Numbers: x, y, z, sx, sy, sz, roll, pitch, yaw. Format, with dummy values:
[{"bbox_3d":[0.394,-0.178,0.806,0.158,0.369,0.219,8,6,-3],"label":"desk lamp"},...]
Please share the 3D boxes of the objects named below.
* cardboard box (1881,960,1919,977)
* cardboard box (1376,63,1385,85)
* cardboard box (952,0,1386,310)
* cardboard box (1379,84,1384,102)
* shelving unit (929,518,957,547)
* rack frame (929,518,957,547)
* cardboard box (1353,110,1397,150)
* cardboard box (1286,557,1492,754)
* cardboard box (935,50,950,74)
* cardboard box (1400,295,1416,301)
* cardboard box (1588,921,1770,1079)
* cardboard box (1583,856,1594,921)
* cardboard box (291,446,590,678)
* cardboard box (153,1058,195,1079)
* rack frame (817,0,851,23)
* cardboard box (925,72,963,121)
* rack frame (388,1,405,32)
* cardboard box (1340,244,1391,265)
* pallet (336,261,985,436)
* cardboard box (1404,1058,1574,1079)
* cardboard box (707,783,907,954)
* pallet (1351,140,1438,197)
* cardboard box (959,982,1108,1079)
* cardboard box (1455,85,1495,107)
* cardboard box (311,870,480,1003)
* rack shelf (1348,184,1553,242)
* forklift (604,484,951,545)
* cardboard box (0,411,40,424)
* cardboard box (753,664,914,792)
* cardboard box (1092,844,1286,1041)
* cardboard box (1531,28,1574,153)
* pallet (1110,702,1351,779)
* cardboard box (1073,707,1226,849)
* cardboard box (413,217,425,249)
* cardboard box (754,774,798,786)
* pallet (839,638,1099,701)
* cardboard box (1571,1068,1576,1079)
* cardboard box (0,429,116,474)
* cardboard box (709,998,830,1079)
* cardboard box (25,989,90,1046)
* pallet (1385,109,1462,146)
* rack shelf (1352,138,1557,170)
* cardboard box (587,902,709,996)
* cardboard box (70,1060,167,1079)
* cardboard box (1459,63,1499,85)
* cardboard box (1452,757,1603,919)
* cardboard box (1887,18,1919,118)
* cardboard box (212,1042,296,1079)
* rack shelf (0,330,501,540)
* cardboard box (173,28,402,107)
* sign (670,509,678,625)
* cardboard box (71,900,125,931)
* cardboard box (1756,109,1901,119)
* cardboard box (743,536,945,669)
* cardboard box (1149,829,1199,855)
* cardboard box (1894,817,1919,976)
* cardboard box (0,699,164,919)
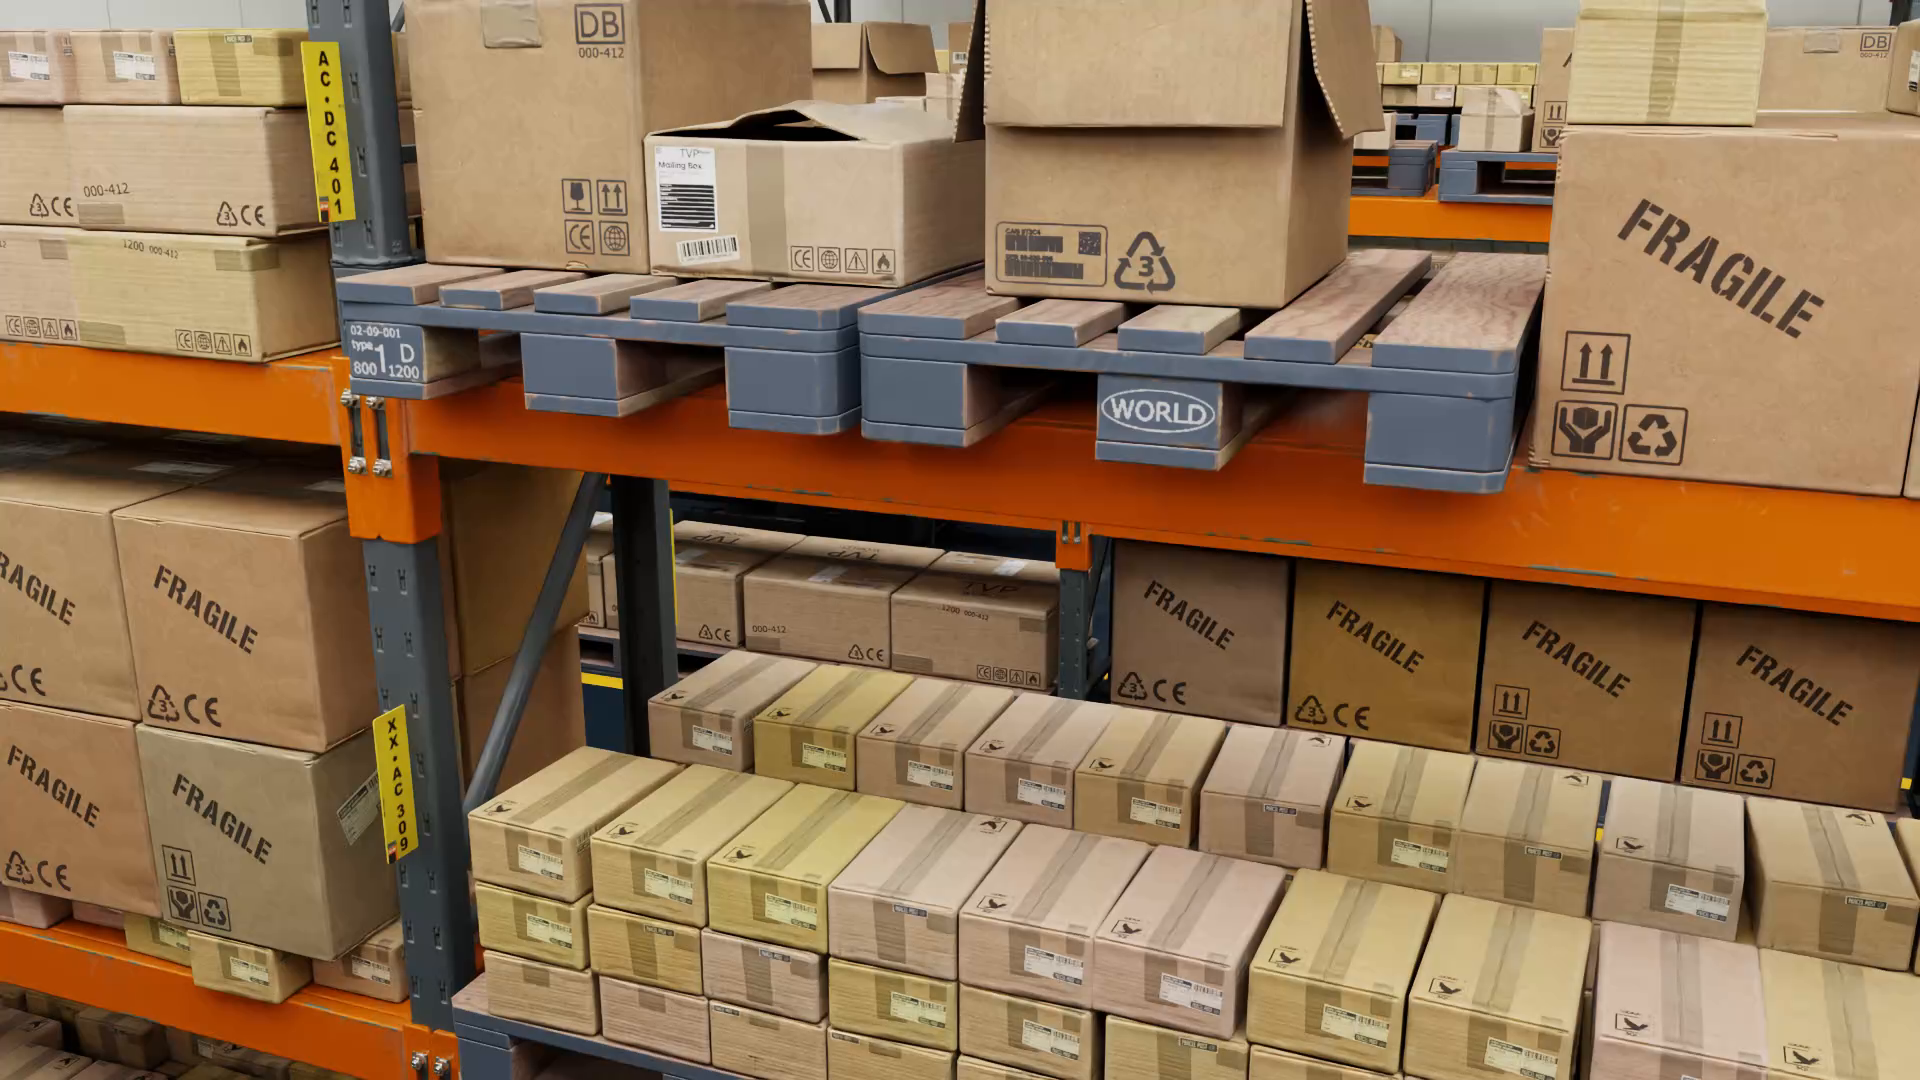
[{"bbox_3d":[1.856,0.815,3.149,0.250,0.149,0.380,6,17,19],"label":"cardboard box"},{"bbox_3d":[2.945,-3.356,11.958,0.250,0.149,0.380,7,17,22],"label":"cardboard box"},{"bbox_3d":[0.403,-0.715,2.936,0.637,0.503,0.797,6,17,20],"label":"cardboard box"},{"bbox_3d":[2.914,-3.197,11.944,0.250,0.149,0.380,6,17,21],"label":"cardboard box"},{"bbox_3d":[0.352,-0.683,11.835,1.048,1.500,0.538,6,17,20],"label":"shelving unit"},{"bbox_3d":[-0.123,-0.733,12.009,0.032,1.500,0.500,6,17,20],"label":"rack frame"},{"bbox_3d":[1.785,-1.819,7.344,0.250,0.166,0.380,5,17,17],"label":"cardboard box"},{"bbox_3d":[2.185,0.443,8.326,0.875,0.875,0.875,7,18,22],"label":"cardboard box"},{"bbox_3d":[0.092,-3.742,13.142,0.500,0.250,0.500,6,17,20],"label":"cardboard box"},{"bbox_3d":[2.192,-0.949,8.088,0.500,0.500,0.500,7,18,22],"label":"cardboard box"},{"bbox_3d":[1.162,0.791,2.700,0.250,0.149,0.380,6,17,21],"label":"cardboard box"},{"bbox_3d":[1.160,0.738,3.416,0.250,0.149,0.380,6,17,20],"label":"cardboard box"},{"bbox_3d":[-1.317,0.005,4.271,0.500,0.500,0.500,7,17,22],"label":"cardboard box"},{"bbox_3d":[-2.212,1.609,5.078,0.250,0.149,0.380,7,18,23],"label":"cardboard box"},{"bbox_3d":[-1.167,-5.087,13.555,0.127,3.000,1.000,6,17,21],"label":"rack frame"},{"bbox_3d":[0.024,-2.117,8.014,0.258,0.266,0.396,7,18,22],"label":"cardboard box"},{"bbox_3d":[-2.985,-3.799,9.120,0.127,3.000,1.000,6,17,21],"label":"rack frame"},{"bbox_3d":[2.922,-1.939,12.539,0.500,0.500,0.700,7,18,22],"label":"cardboard box"},{"bbox_3d":[-0.451,-0.474,3.384,1.003,0.211,1.213,6,17,21],"label":"pallet"},{"bbox_3d":[0.907,0.907,2.834,0.250,0.149,0.380,7,18,22],"label":"cardboard box"},{"bbox_3d":[-0.289,0.632,3.247,0.250,0.149,0.380,6,17,21],"label":"cardboard box"},{"bbox_3d":[1.607,-1.777,7.876,1.217,0.209,0.805,6,17,18],"label":"pallet"},{"bbox_3d":[0.187,0.827,3.110,0.250,0.149,0.380,7,18,23],"label":"cardboard box"},{"bbox_3d":[3.637,-3.129,11.708,0.250,0.149,0.380,6,17,20],"label":"cardboard box"},{"bbox_3d":[-1.338,0.937,4.015,0.250,0.149,0.380,6,17,20],"label":"cardboard box"},{"bbox_3d":[2.597,-1.399,7.524,4.000,0.370,1.077,6,17,21],"label":"rack shelf"},{"bbox_3d":[-1.529,-1.591,12.396,3.031,2.935,1.130,6,17,20],"label":"forklift"},{"bbox_3d":[-2.739,-0.157,4.827,0.500,0.500,0.500,6,17,19],"label":"cardboard box"},{"bbox_3d":[-0.291,0.436,3.921,0.250,0.149,0.380,6,17,19],"label":"cardboard box"},{"bbox_3d":[0.415,0.710,2.978,0.250,0.149,0.380,7,18,23],"label":"cardboard box"},{"bbox_3d":[2.711,-1.895,7.008,0.500,0.500,0.500,6,17,21],"label":"cardboard box"},{"bbox_3d":[1.481,0.890,8.731,1.213,0.211,1.003,6,17,21],"label":"pallet"},{"bbox_3d":[0.420,0.516,3.646,0.250,0.149,0.380,6,17,19],"label":"cardboard box"},{"bbox_3d":[-1.320,-0.699,4.090,0.500,0.250,0.500,7,18,23],"label":"cardboard box"},{"bbox_3d":[-0.298,0.577,3.968,0.250,0.149,0.380,6,17,21],"label":"cardboard box"},{"bbox_3d":[0.057,0.732,9.273,1.213,0.211,1.003,6,17,21],"label":"pallet"},{"bbox_3d":[0.916,1.050,2.876,0.250,0.149,0.380,7,18,22],"label":"cardboard box"},{"bbox_3d":[-2.477,0.029,4.188,0.500,0.500,0.500,7,18,22],"label":"cardboard box"},{"bbox_3d":[-0.297,0.917,3.331,0.250,0.149,0.380,6,17,21],"label":"cardboard box"},{"bbox_3d":[-2.675,1.411,5.225,0.250,0.149,0.380,6,17,21],"label":"cardboard box"},{"bbox_3d":[3.135,-3.062,12.298,1.003,0.211,1.213,6,17,21],"label":"pallet"},{"bbox_3d":[4.414,-2.687,11.960,4.000,0.370,1.077,6,17,21],"label":"rack shelf"},{"bbox_3d":[-0.547,0.747,3.384,0.250,0.149,0.380,6,17,20],"label":"cardboard box"},{"bbox_3d":[-2.398,1.608,4.547,0.250,0.149,0.380,5,17,18],"label":"cardboard box"},{"bbox_3d":[3.674,-3.289,11.726,0.250,0.149,0.380,7,17,21],"label":"cardboard box"},{"bbox_3d":[1.153,0.596,3.370,0.250,0.149,0.380,7,18,22],"label":"cardboard box"},{"bbox_3d":[1.728,-0.843,2.765,0.258,0.266,0.396,6,17,21],"label":"cardboard box"},{"bbox_3d":[-1.969,1.501,4.918,0.250,0.149,0.380,6,17,19],"label":"cardboard box"},{"bbox_3d":[-2.847,-0.514,4.476,4.000,0.370,1.077,6,17,21],"label":"rack shelf"},{"bbox_3d":[-1.378,-0.976,3.432,0.250,0.149,0.380,5,17,18],"label":"cardboard box"},{"bbox_3d":[-0.786,0.085,4.424,0.005,0.325,0.100,6,17,21],"label":"sign"},{"bbox_3d":[-2.059,0.852,4.308,0.250,0.149,0.380,6,17,19],"label":"cardboard box"},{"bbox_3d":[1.366,-0.521,3.027,0.500,0.500,0.500,6,17,21],"label":"cardboard box"},{"bbox_3d":[-0.642,0.336,9.477,0.875,0.438,0.875,6,17,19],"label":"cardboard box"},{"bbox_3d":[0.429,0.657,3.693,0.250,0.149,0.380,5,17,18],"label":"cardboard box"},{"bbox_3d":[1.898,0.677,3.091,0.250,0.149,0.380,6,17,20],"label":"cardboard box"},{"bbox_3d":[-2.022,0.565,4.135,0.500,0.500,0.500,6,17,19],"label":"cardboard box"}]
